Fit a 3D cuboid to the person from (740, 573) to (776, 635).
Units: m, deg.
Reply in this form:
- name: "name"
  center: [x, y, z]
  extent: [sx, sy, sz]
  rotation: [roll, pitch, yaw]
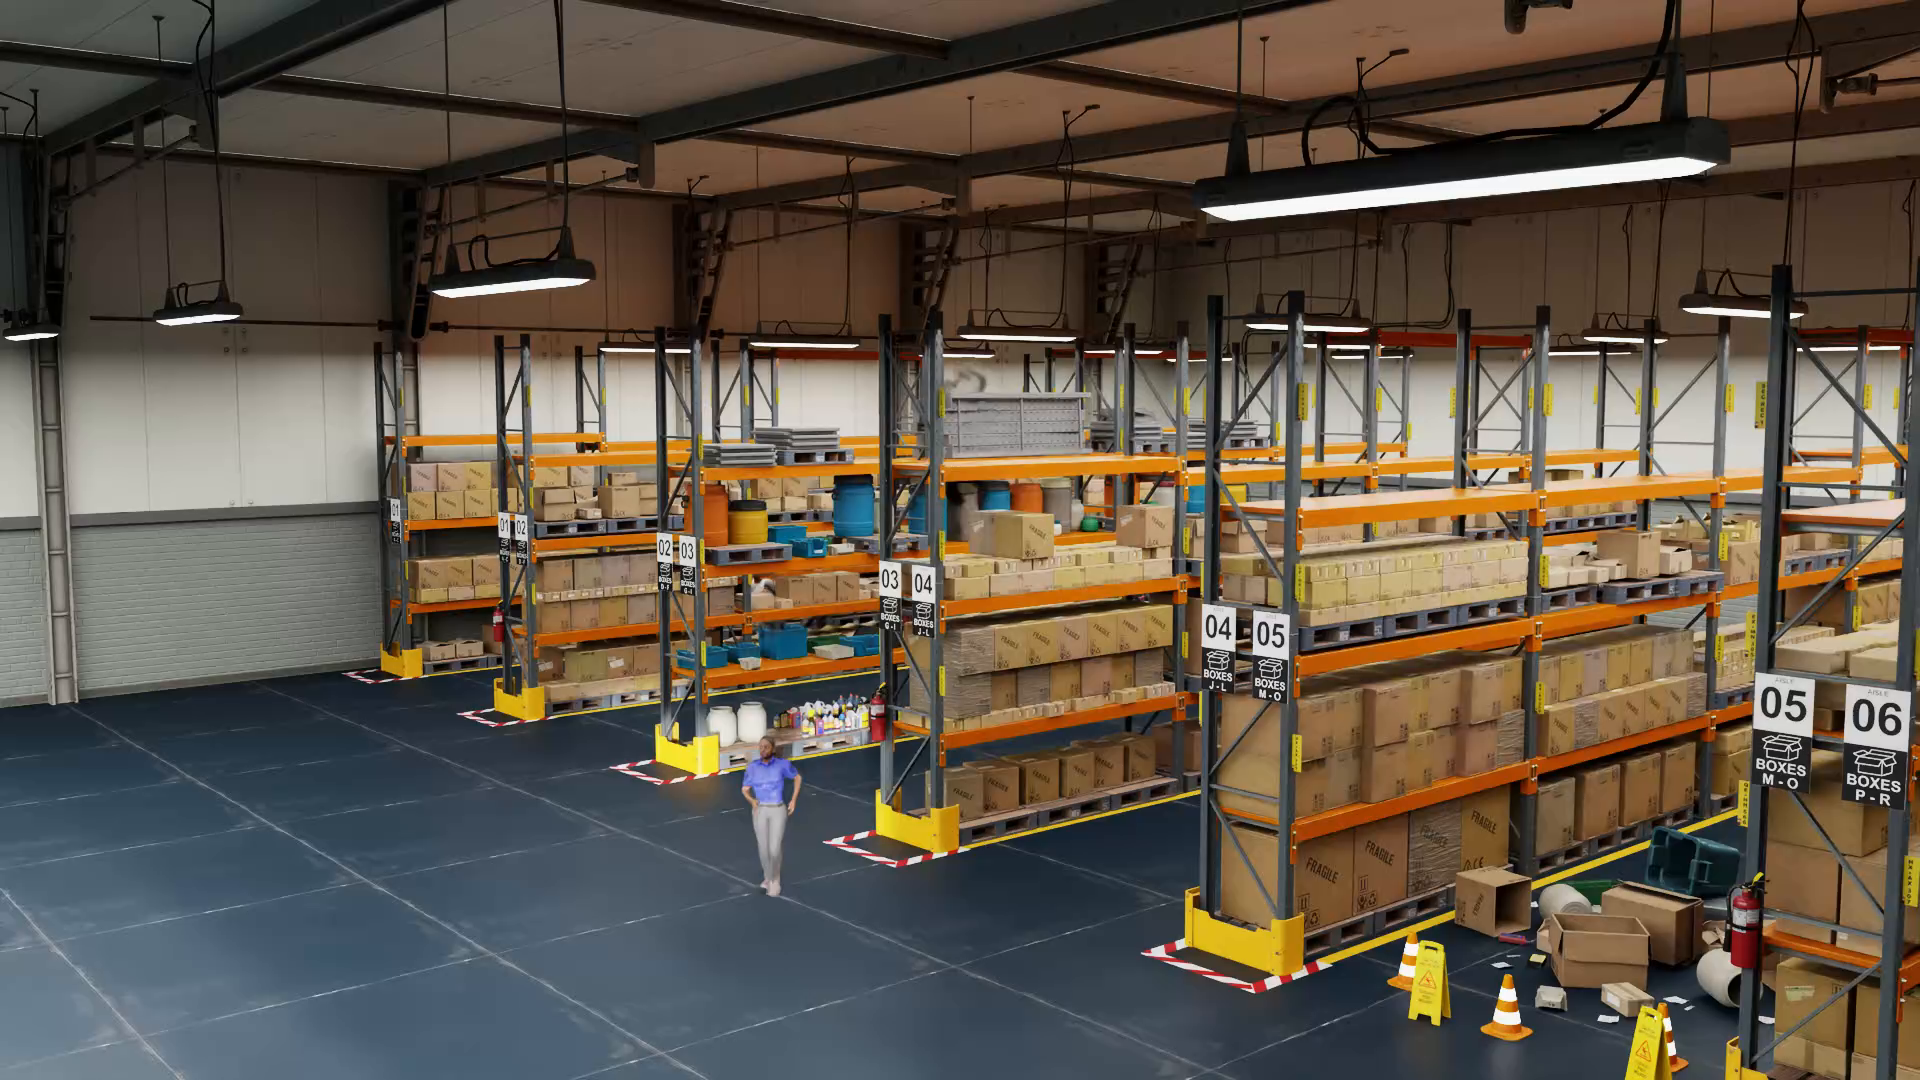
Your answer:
- name: "person"
  center: [-3.906, 1.377, 32.044]
  extent: [0.645, 1.812, 0.714]
  rotation: [4, 7, 40]

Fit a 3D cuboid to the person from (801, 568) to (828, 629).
- name: "person"
  center: [-2.797, 1.380, 32.228]
  extent: [0.677, 1.708, 0.661]
  rotation: [-5, 7, -43]

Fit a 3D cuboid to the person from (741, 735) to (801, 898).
- name: "person"
  center: [-1.942, 2.814, 16.955]
  extent: [0.574, 1.653, 0.654]
  rotation: [1, 5, 7]

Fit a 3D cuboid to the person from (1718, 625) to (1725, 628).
- name: "person"
  center: [11.271, 2.099, 24.512]
  extent: [0.807, 1.709, 0.571]
  rotation: [-4, 6, -36]
